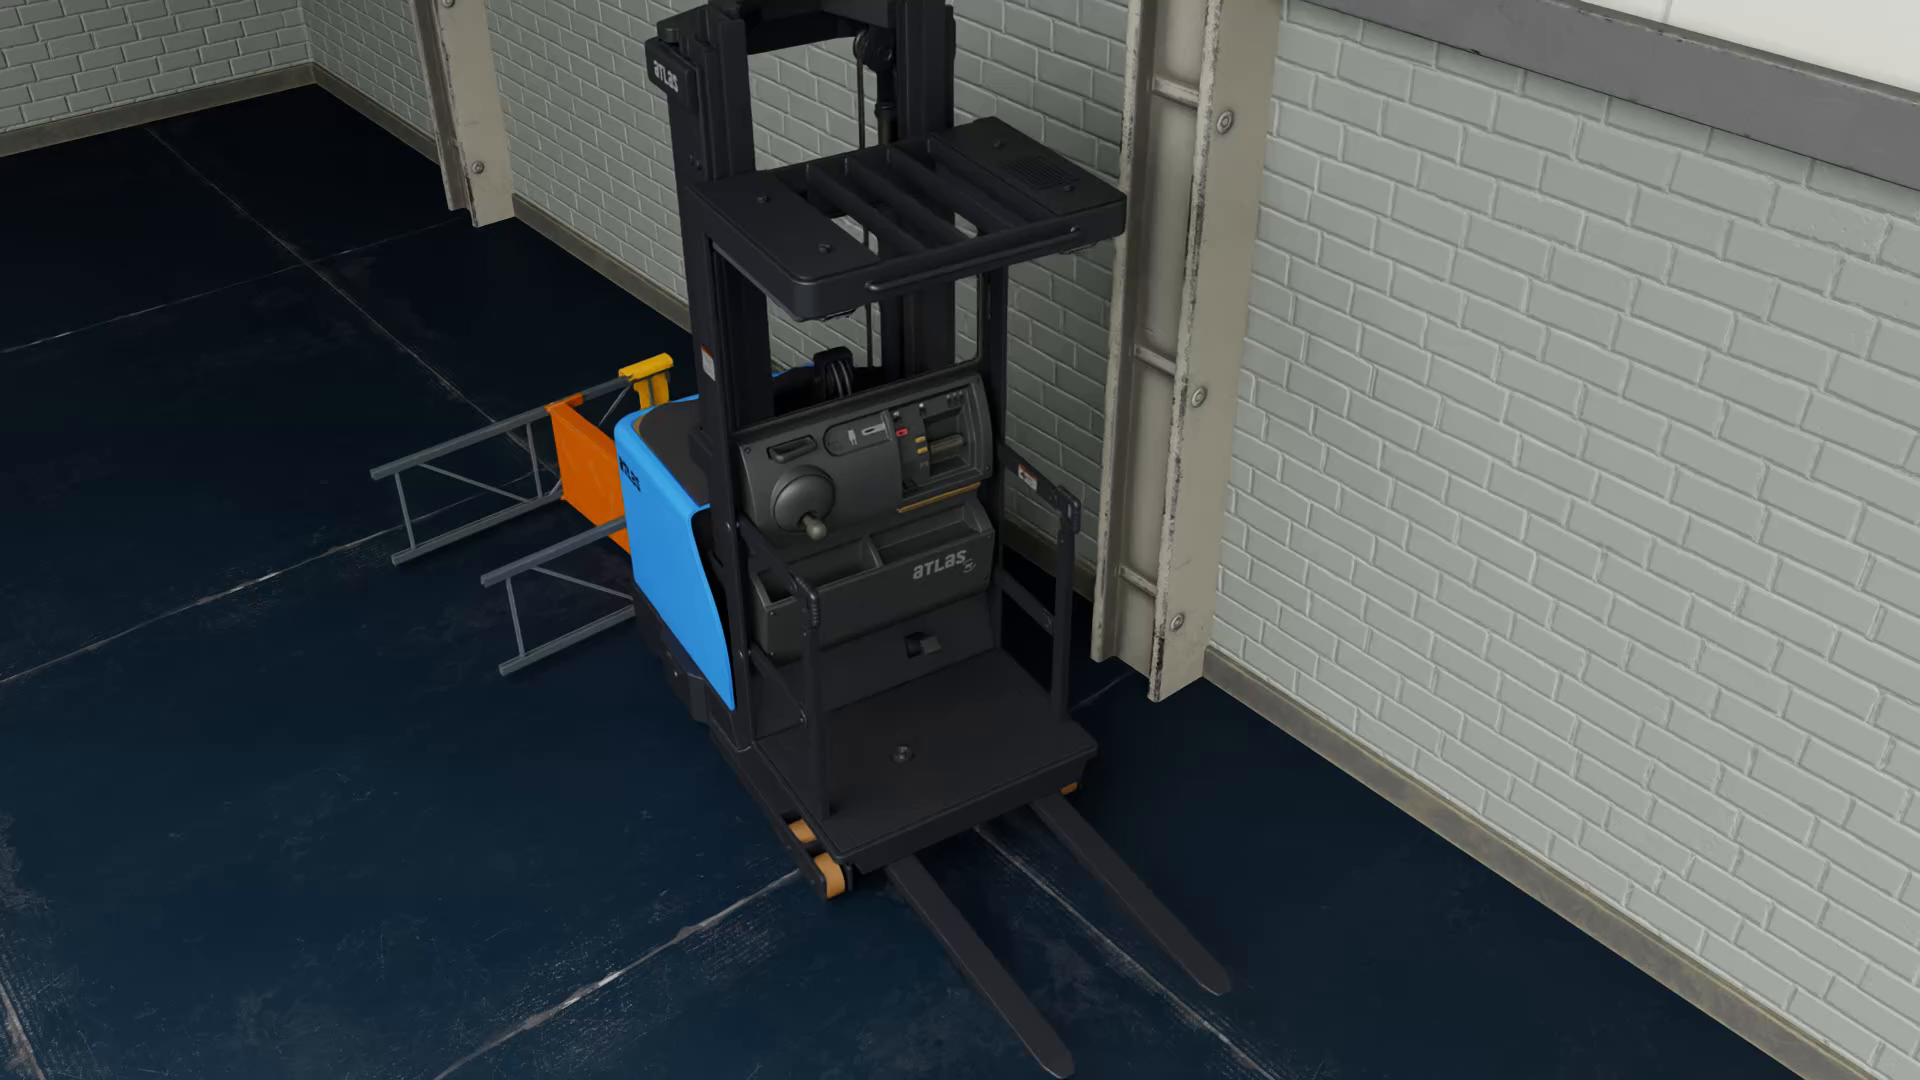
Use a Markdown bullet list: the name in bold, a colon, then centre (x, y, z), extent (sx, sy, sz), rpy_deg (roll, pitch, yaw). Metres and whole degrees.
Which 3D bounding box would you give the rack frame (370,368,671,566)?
- **rack frame**: centre (-1.982, -0.375, 7.749), extent (1.500, 0.500, 0.032), rpy_deg (-26, 43, -32)

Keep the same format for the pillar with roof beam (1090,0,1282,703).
- **pillar with roof beam**: centre (-2.496, -1.543, 2.143), extent (9.100, 9.000, 0.400), rpy_deg (-26, 43, -32)

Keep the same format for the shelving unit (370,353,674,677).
- **shelving unit**: centre (-1.646, -0.148, 7.428), extent (1.500, 0.587, 1.083), rpy_deg (-26, 43, -32)

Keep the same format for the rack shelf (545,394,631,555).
- **rack shelf**: centre (-1.515, -0.219, 7.529), extent (0.185, 0.538, 1.000), rpy_deg (-26, 43, -32)

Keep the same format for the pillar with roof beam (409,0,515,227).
- **pillar with roof beam**: centre (-6.368, -4.192, 5.883), extent (9.100, 9.000, 0.400), rpy_deg (-26, 43, -32)

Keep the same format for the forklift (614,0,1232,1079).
- **forklift**: centre (-0.194, -0.224, 5.530), extent (1.130, 2.935, 3.031), rpy_deg (-19, 40, -25)

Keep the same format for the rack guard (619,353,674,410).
- **rack guard**: centre (-1.494, -0.601, 8.069), extent (0.250, 0.587, 0.087), rpy_deg (-26, 43, -32)

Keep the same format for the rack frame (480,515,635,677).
- **rack frame**: centre (-1.322, 0.072, 7.119), extent (1.500, 0.500, 0.032), rpy_deg (-26, 43, -32)
